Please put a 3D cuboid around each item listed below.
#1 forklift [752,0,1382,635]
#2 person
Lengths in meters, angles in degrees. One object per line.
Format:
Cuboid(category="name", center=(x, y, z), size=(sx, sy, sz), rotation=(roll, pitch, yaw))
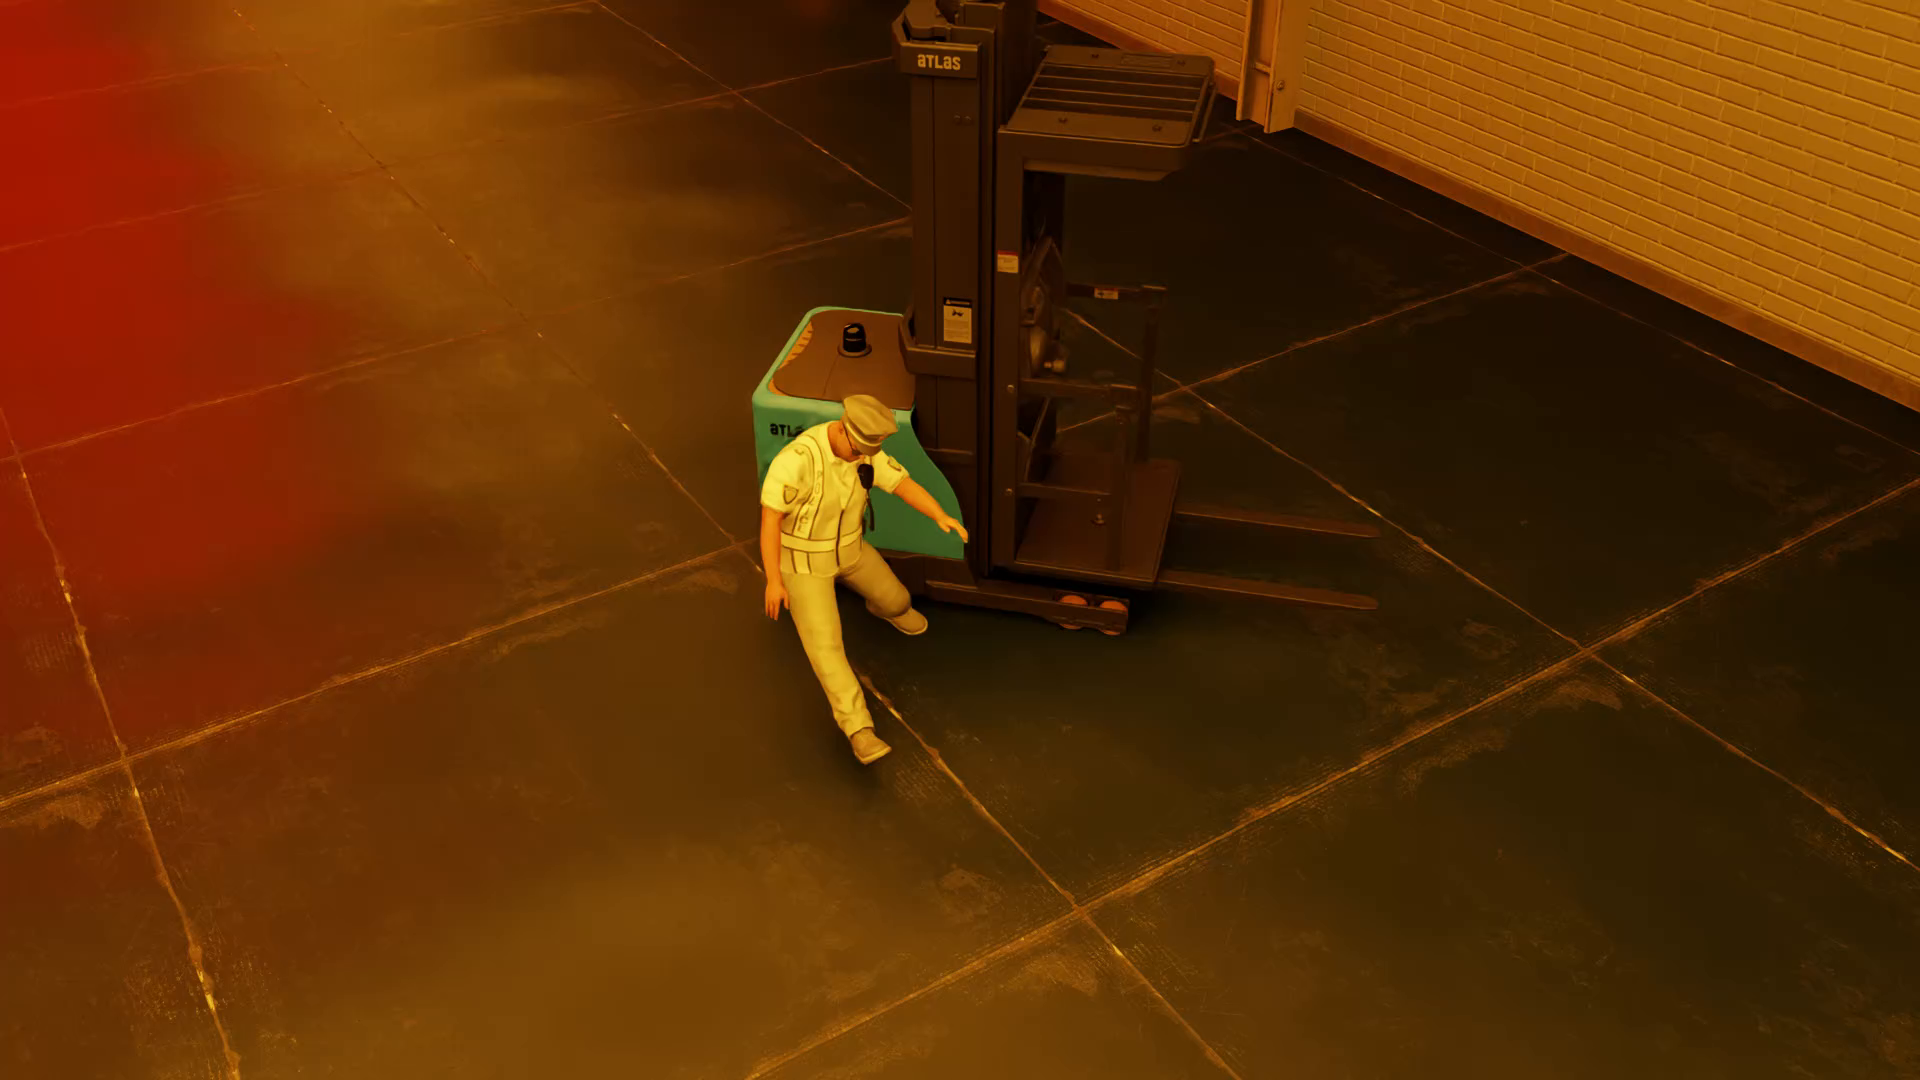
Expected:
Cuboid(category="forklift", center=(0.575, -1.076, 7.680), size=(3.031, 2.935, 1.130), rotation=(8, 36, 11))
Cuboid(category="person", center=(-0.366, 0.119, 7.223), size=(0.979, 1.514, 1.130), rotation=(-23, 41, -29))
